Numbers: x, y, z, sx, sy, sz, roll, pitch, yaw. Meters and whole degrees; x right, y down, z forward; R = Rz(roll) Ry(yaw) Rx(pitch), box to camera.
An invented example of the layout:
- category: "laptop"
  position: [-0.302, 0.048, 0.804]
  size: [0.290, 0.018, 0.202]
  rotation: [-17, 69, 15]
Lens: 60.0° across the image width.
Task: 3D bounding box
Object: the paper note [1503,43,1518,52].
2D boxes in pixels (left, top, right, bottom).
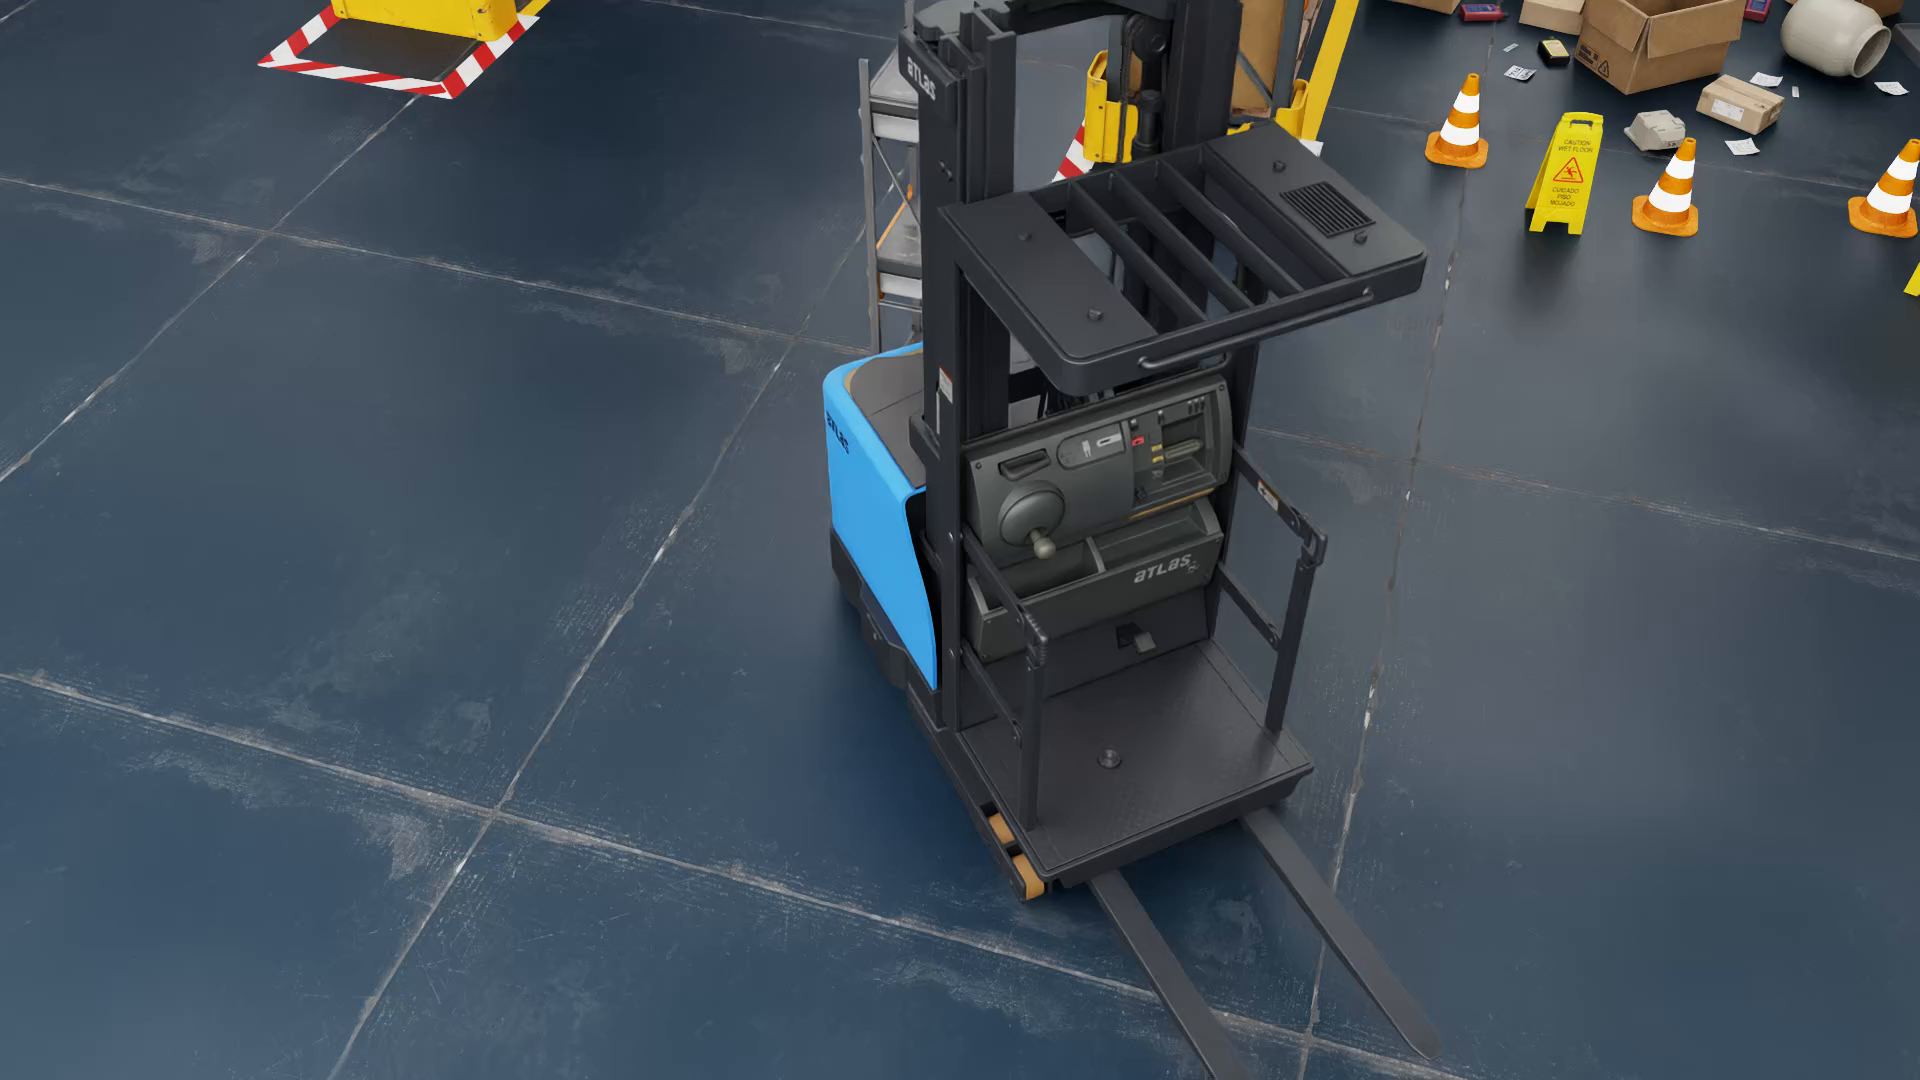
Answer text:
- category: "paper note"
  position: [3.393, -3.034, 10.242]
  size: [0.123, 0.001, 0.032]
  rotation: [-33, 53, -29]

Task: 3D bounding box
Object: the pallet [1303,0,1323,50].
- category: "pallet"
  position: [1.830, -3.582, 10.658]
  size: [1.003, 0.211, 1.213]
  rotation: [13, 46, 13]

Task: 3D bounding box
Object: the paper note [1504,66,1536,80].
- category: "paper note"
  position: [3.372, -2.814, 10.004]
  size: [0.144, 0.017, 0.142]
  rotation: [28, 51, 26]

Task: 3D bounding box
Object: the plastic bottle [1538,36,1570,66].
- category: "plastic bottle"
  position: [3.621, -2.996, 10.167]
  size: [0.133, 0.061, 0.283]
  rotation: [-2, 44, -2]

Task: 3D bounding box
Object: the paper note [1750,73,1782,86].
- category: "paper note"
  position: [4.829, -2.758, 9.954]
  size: [0.148, 0.019, 0.142]
  rotation: [28, 51, 26]

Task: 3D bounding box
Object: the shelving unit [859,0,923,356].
- category: "shelving unit"
  position: [-0.090, -1.070, 6.741]
  size: [0.431, 2.100, 0.503]
  rotation: [13, 46, 13]

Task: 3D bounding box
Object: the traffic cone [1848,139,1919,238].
- category: "traffic cone"
  position: [4.940, -1.890, 8.750]
  size: [0.336, 0.463, 0.334]
  rotation: [13, 46, 13]

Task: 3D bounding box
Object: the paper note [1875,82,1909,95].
- category: "paper note"
  position: [5.537, -2.690, 9.876]
  size: [0.142, 0.019, 0.148]
  rotation: [-2, 44, -2]

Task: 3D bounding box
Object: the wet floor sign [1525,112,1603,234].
- category: "wet floor sign"
  position: [3.169, -1.938, 8.668]
  size: [0.267, 0.644, 0.232]
  rotation: [5, 45, 5]

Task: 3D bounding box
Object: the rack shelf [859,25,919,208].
- category: "rack shelf"
  position: [-0.090, -1.560, 6.261]
  size: [0.431, 0.518, 0.480]
  rotation: [13, 46, 13]

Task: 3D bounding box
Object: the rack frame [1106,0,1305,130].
- category: "rack frame"
  position: [1.291, -3.218, 8.293]
  size: [1.000, 3.000, 0.127]
  rotation: [13, 46, 13]

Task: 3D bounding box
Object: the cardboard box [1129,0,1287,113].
- category: "cardboard box"
  position: [1.434, -3.075, 9.366]
  size: [0.875, 0.875, 0.875]
  rotation: [13, 46, 13]

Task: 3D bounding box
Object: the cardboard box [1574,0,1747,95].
- category: "cardboard box"
  position: [4.158, -3.052, 9.908]
  size: [0.797, 0.503, 0.637]
  rotation: [-16, 47, -16]

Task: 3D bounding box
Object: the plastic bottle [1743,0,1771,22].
- category: "plastic bottle"
  position: [5.073, -3.390, 10.570]
  size: [0.133, 0.061, 0.283]
  rotation: [20, 48, 19]

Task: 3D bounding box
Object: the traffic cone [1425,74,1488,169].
- category: "traffic cone"
  position: [2.805, -2.365, 9.235]
  size: [0.336, 0.463, 0.334]
  rotation: [13, 46, 13]

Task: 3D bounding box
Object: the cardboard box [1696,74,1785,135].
- category: "cardboard box"
  position: [4.511, -2.519, 9.617]
  size: [0.250, 0.149, 0.380]
  rotation: [-33, 53, -29]

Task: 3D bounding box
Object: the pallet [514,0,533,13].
- category: "pallet"
  position: [-3.103, -3.924, 11.008]
  size: [1.003, 0.211, 1.213]
  rotation: [13, 46, 13]

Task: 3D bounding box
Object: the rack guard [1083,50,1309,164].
- category: "rack guard"
  position: [1.284, -2.309, 9.151]
  size: [1.175, 0.500, 0.348]
  rotation: [13, 46, 13]

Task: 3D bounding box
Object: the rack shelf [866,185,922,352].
- category: "rack shelf"
  position: [-0.090, -1.060, 6.750]
  size: [0.431, 0.518, 0.480]
  rotation: [13, 46, 13]

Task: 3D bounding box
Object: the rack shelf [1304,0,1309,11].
- category: "rack shelf"
  position: [1.897, -4.294, 9.907]
  size: [1.077, 0.370, 4.000]
  rotation: [13, 46, 13]

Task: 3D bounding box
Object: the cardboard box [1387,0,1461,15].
- category: "cardboard box"
  position: [3.010, -3.740, 10.612]
  size: [0.500, 0.500, 0.500]
  rotation: [20, 48, 19]

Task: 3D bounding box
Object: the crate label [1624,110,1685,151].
- category: "crate label"
  position: [3.958, -2.320, 9.421]
  size: [0.250, 0.136, 0.298]
  rotation: [-9, 45, -9]

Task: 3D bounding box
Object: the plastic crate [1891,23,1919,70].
- category: "plastic crate"
  position: [5.994, -2.987, 10.144]
  size: [0.402, 0.080, 0.583]
  rotation: [-2, 44, -2]

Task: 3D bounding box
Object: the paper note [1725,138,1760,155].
- category: "paper note"
  position: [4.429, -2.228, 9.404]
  size: [0.148, 0.019, 0.142]
  rotation: [-2, 44, -2]

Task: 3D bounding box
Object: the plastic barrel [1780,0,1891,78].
- category: "plastic barrel"
  position: [5.222, -3.014, 9.926]
  size: [0.421, 0.421, 0.512]
  rotation: [-24, 49, -22]

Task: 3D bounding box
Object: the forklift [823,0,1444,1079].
- category: "forklift"
  position: [0.558, -0.138, 5.195]
  size: [1.130, 2.935, 3.031]
  rotation: [-19, 47, -18]

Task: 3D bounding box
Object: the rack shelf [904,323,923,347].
- category: "rack shelf"
  position: [-0.090, -0.560, 7.240]
  size: [0.431, 0.518, 0.480]
  rotation: [13, 46, 13]

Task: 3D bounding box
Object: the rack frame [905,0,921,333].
- category: "rack frame"
  position: [-0.014, -1.232, 6.907]
  size: [0.400, 2.100, 0.015]
  rotation: [13, 46, 13]

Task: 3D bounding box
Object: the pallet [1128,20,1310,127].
- category: "pallet"
  position: [1.459, -2.771, 9.830]
  size: [1.003, 0.211, 1.213]
  rotation: [13, 46, 13]

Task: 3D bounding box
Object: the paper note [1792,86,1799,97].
- category: "paper note"
  position: [4.953, -2.658, 9.858]
  size: [0.032, 0.001, 0.123]
  rotation: [13, 46, 13]

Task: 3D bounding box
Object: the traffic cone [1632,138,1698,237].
- category: "traffic cone"
  position: [3.779, -1.899, 8.759]
  size: [0.336, 0.463, 0.334]
  rotation: [13, 46, 13]

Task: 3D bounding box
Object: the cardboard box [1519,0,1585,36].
- category: "cardboard box"
  position: [3.737, -3.371, 10.405]
  size: [0.396, 0.266, 0.258]
  rotation: [20, 48, 19]

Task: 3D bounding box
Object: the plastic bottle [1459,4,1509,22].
- category: "plastic bottle"
  position: [3.314, -3.333, 10.511]
  size: [0.283, 0.061, 0.133]
  rotation: [-2, 44, -2]

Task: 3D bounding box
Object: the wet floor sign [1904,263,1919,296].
- category: "wet floor sign"
  position: [4.962, -1.496, 8.216]
  size: [0.267, 0.644, 0.232]
  rotation: [28, 51, 26]

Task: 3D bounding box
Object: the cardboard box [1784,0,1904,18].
- category: "cardboard box"
  position: [5.629, -3.585, 10.453]
  size: [0.500, 0.500, 0.500]
  rotation: [-24, 49, -22]

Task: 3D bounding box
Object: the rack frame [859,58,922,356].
- category: "rack frame"
  position: [-0.166, -0.908, 6.575]
  size: [0.400, 2.100, 0.015]
  rotation: [13, 46, 13]

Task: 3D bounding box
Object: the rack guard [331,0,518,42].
- category: "rack guard"
  position: [-3.382, -3.493, 10.362]
  size: [1.175, 0.500, 0.348]
  rotation: [13, 46, 13]
